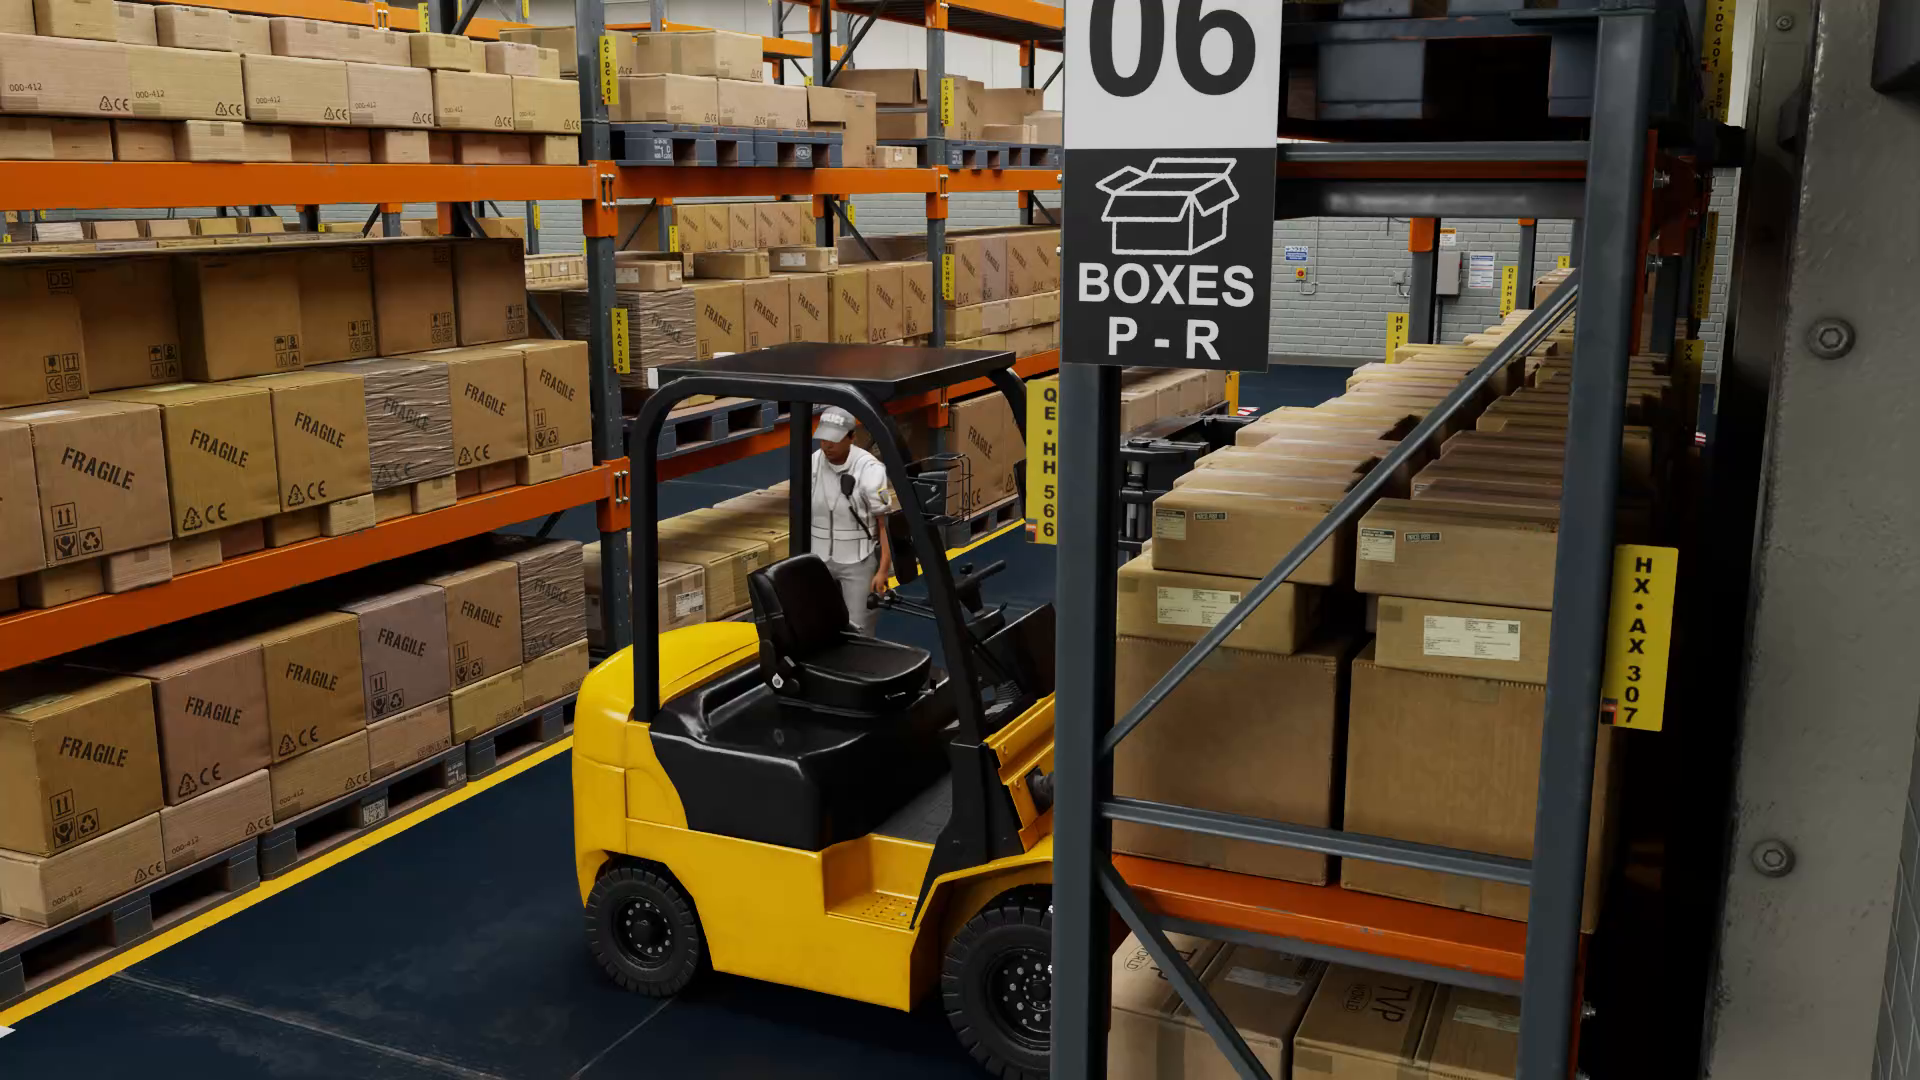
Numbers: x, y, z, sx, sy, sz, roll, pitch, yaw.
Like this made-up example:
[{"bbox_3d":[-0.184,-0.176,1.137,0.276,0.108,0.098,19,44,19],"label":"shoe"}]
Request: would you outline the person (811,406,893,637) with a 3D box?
[{"bbox_3d":[-0.600,0.148,8.305,0.547,1.666,0.471,5,13,23],"label":"person"}]
